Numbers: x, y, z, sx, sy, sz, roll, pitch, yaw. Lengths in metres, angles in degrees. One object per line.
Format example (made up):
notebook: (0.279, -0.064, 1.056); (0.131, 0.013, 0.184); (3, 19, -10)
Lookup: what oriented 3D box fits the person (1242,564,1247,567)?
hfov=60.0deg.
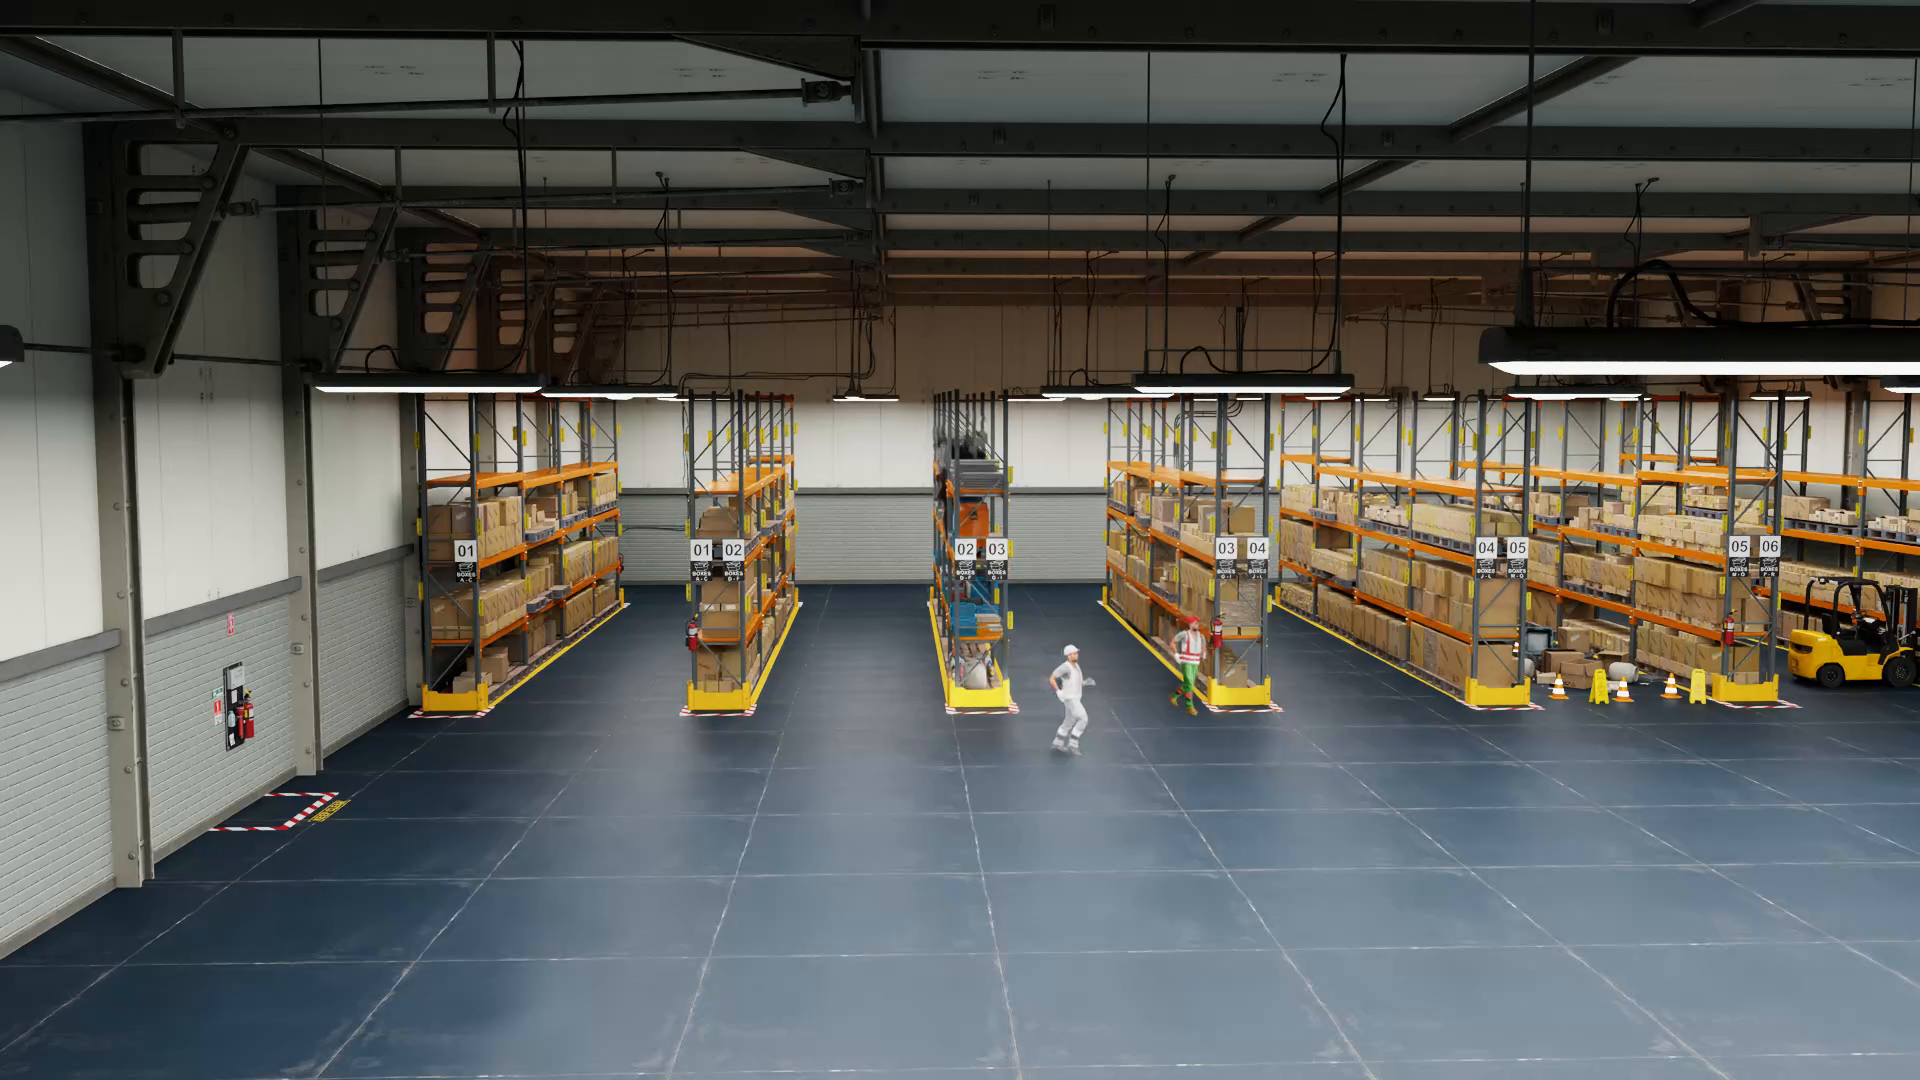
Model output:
person: (7.868, 1.068, 47.017); (0.627, 1.596, 0.673); (1, 5, 15)

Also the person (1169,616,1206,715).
person: (4.294, 2.313, 31.055); (0.696, 1.775, 0.854); (-3, 6, -32)

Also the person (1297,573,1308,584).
person: (10.184, 0.932, 49.150); (0.928, 1.539, 0.651); (4, 6, 38)

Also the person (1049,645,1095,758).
person: (1.837, 2.622, 27.096); (0.741, 1.818, 0.645); (2, 5, 22)
